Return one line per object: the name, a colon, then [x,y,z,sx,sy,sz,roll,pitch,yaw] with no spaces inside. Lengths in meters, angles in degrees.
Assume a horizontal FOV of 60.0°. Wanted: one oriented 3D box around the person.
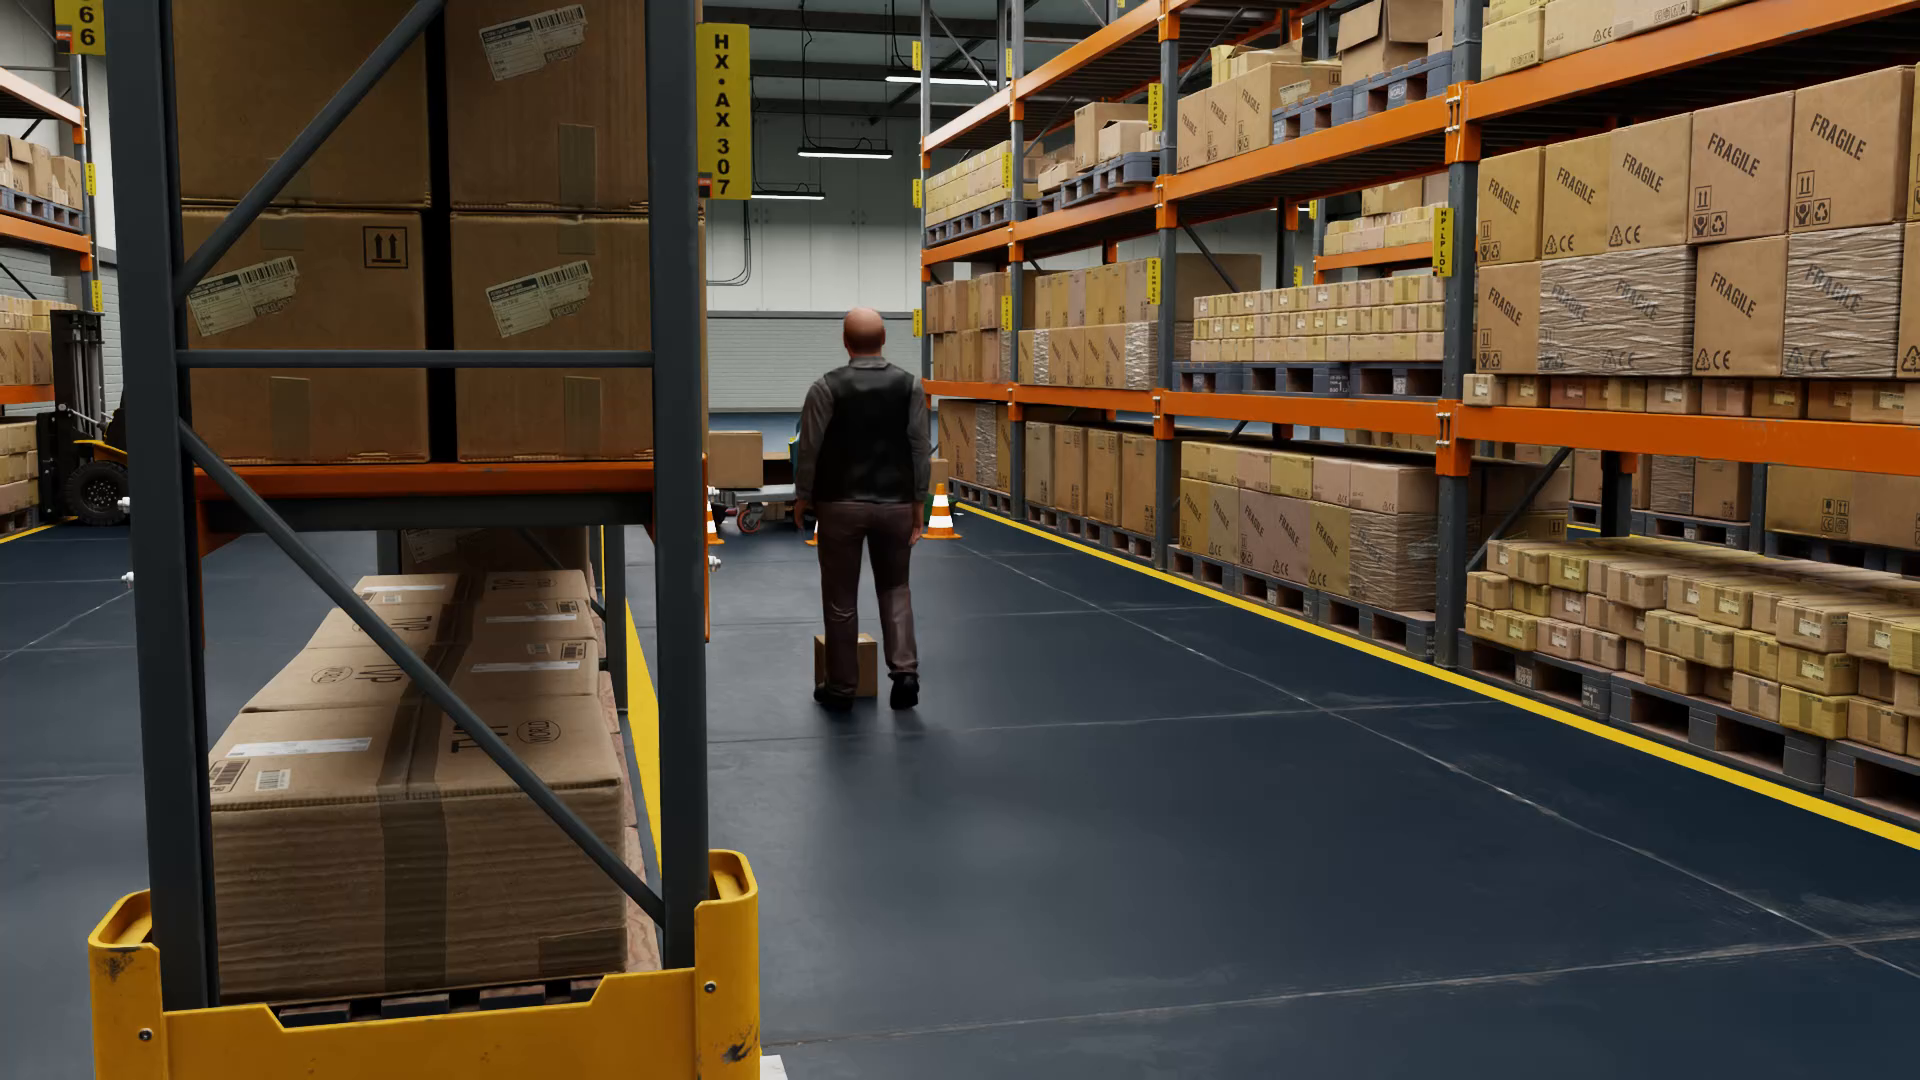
person: [-0.434,-0.116,7.131,0.562,1.744,0.516,-2,6,-19]
